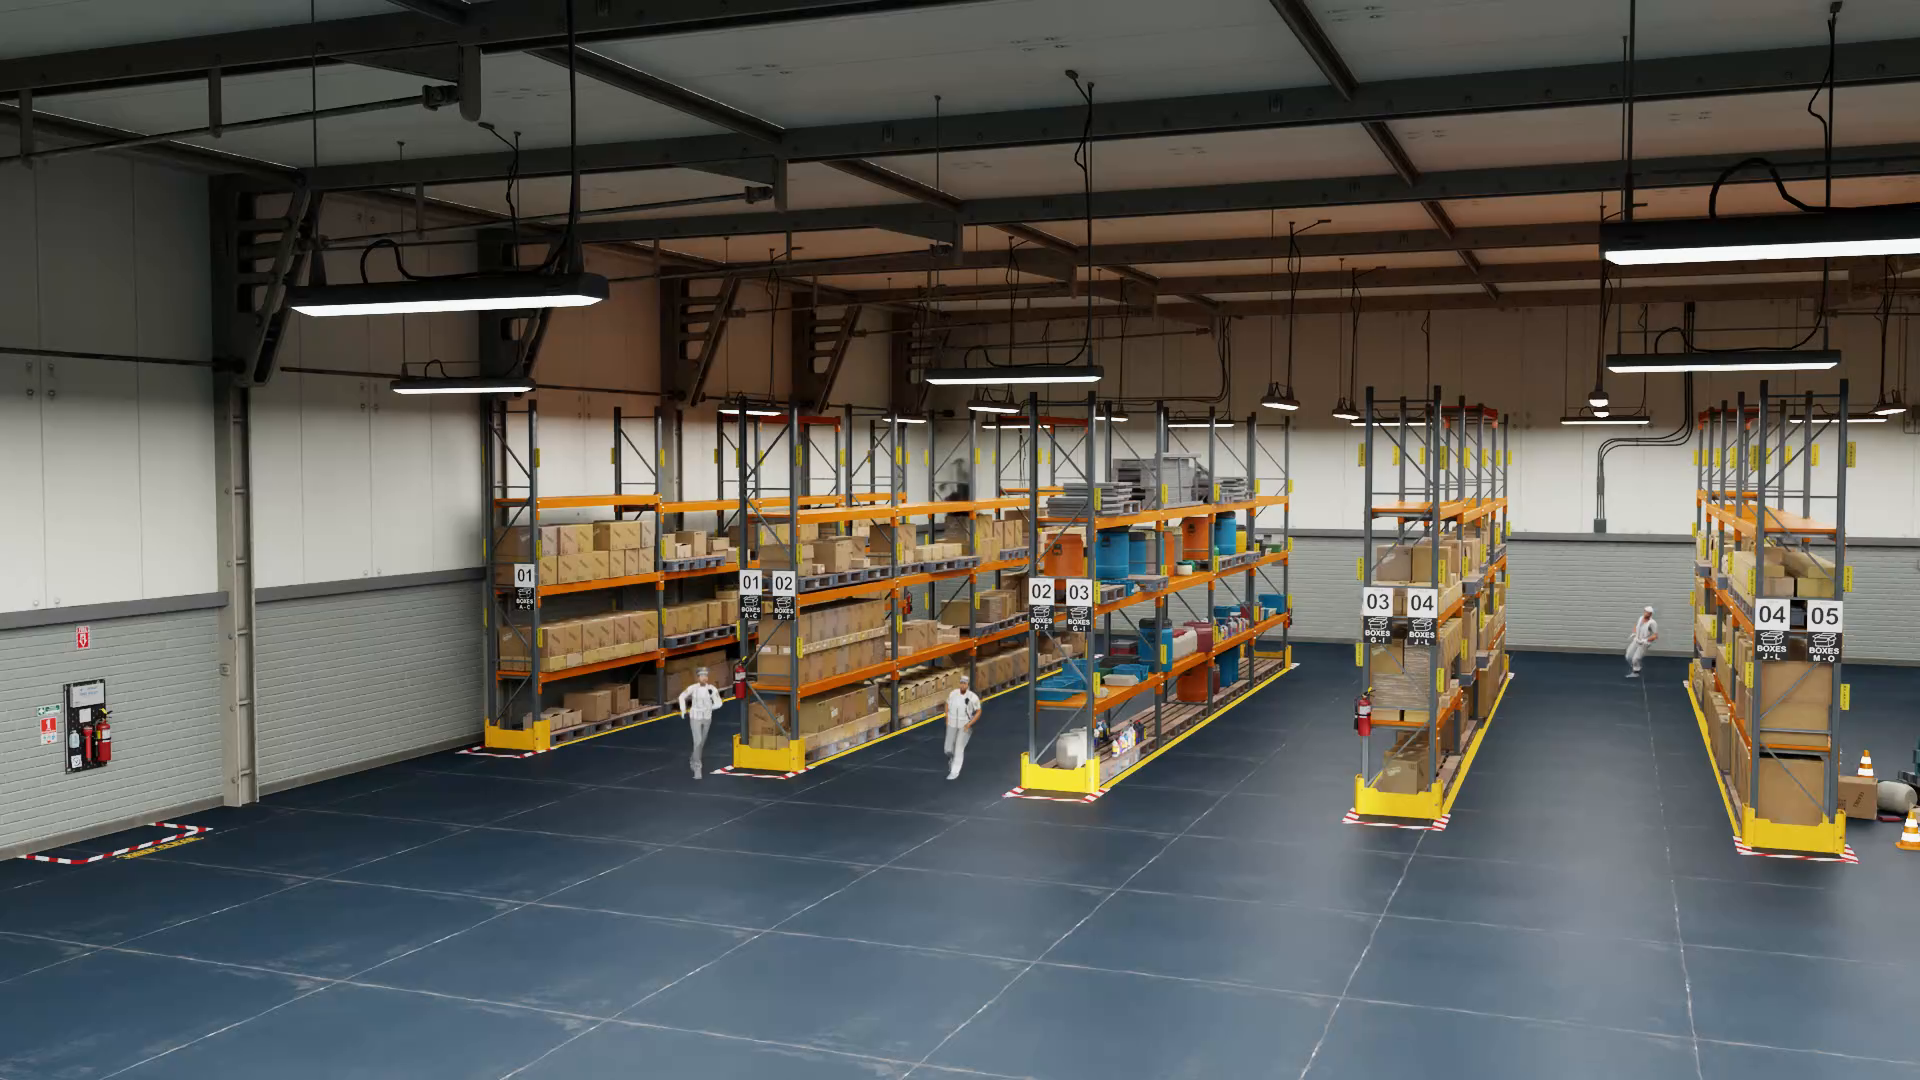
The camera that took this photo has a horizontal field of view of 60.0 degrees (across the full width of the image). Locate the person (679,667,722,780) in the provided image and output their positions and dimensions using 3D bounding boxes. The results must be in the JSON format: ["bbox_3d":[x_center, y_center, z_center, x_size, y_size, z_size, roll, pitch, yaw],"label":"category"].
[{"bbox_3d":[-4.083,2.868,26.273,0.629,1.746,0.803,-1,3,-27],"label":"person"}]

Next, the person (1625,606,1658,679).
[{"bbox_3d":[15.293,2.315,37.422,0.540,1.681,0.860,-2,3,-30],"label":"person"}]

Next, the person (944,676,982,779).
[{"bbox_3d":[0.048,2.928,26.089,0.631,1.630,0.534,1,3,18],"label":"person"}]
